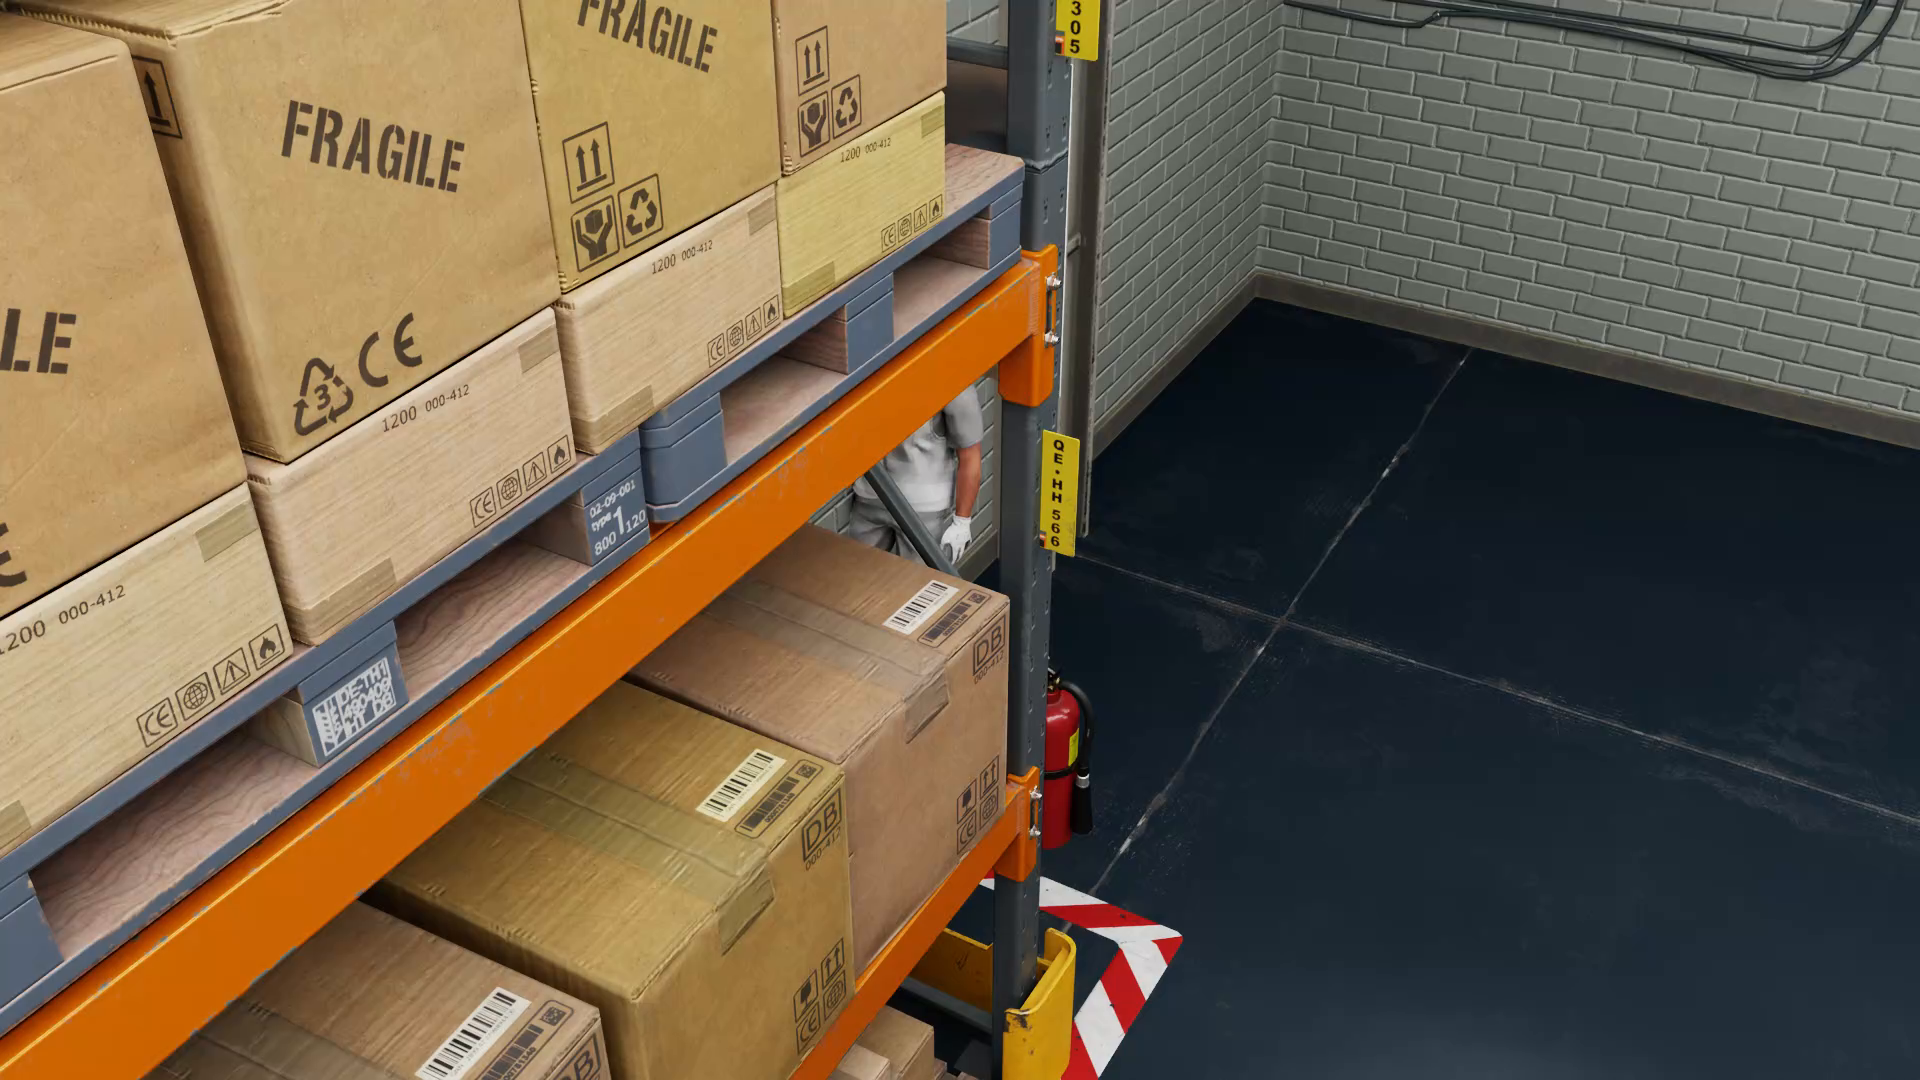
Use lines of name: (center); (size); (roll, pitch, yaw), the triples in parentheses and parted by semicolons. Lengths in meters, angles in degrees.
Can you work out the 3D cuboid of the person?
person: (-0.266, -0.104, 6.259); (0.637, 1.787, 0.560); (18, 38, 25)
